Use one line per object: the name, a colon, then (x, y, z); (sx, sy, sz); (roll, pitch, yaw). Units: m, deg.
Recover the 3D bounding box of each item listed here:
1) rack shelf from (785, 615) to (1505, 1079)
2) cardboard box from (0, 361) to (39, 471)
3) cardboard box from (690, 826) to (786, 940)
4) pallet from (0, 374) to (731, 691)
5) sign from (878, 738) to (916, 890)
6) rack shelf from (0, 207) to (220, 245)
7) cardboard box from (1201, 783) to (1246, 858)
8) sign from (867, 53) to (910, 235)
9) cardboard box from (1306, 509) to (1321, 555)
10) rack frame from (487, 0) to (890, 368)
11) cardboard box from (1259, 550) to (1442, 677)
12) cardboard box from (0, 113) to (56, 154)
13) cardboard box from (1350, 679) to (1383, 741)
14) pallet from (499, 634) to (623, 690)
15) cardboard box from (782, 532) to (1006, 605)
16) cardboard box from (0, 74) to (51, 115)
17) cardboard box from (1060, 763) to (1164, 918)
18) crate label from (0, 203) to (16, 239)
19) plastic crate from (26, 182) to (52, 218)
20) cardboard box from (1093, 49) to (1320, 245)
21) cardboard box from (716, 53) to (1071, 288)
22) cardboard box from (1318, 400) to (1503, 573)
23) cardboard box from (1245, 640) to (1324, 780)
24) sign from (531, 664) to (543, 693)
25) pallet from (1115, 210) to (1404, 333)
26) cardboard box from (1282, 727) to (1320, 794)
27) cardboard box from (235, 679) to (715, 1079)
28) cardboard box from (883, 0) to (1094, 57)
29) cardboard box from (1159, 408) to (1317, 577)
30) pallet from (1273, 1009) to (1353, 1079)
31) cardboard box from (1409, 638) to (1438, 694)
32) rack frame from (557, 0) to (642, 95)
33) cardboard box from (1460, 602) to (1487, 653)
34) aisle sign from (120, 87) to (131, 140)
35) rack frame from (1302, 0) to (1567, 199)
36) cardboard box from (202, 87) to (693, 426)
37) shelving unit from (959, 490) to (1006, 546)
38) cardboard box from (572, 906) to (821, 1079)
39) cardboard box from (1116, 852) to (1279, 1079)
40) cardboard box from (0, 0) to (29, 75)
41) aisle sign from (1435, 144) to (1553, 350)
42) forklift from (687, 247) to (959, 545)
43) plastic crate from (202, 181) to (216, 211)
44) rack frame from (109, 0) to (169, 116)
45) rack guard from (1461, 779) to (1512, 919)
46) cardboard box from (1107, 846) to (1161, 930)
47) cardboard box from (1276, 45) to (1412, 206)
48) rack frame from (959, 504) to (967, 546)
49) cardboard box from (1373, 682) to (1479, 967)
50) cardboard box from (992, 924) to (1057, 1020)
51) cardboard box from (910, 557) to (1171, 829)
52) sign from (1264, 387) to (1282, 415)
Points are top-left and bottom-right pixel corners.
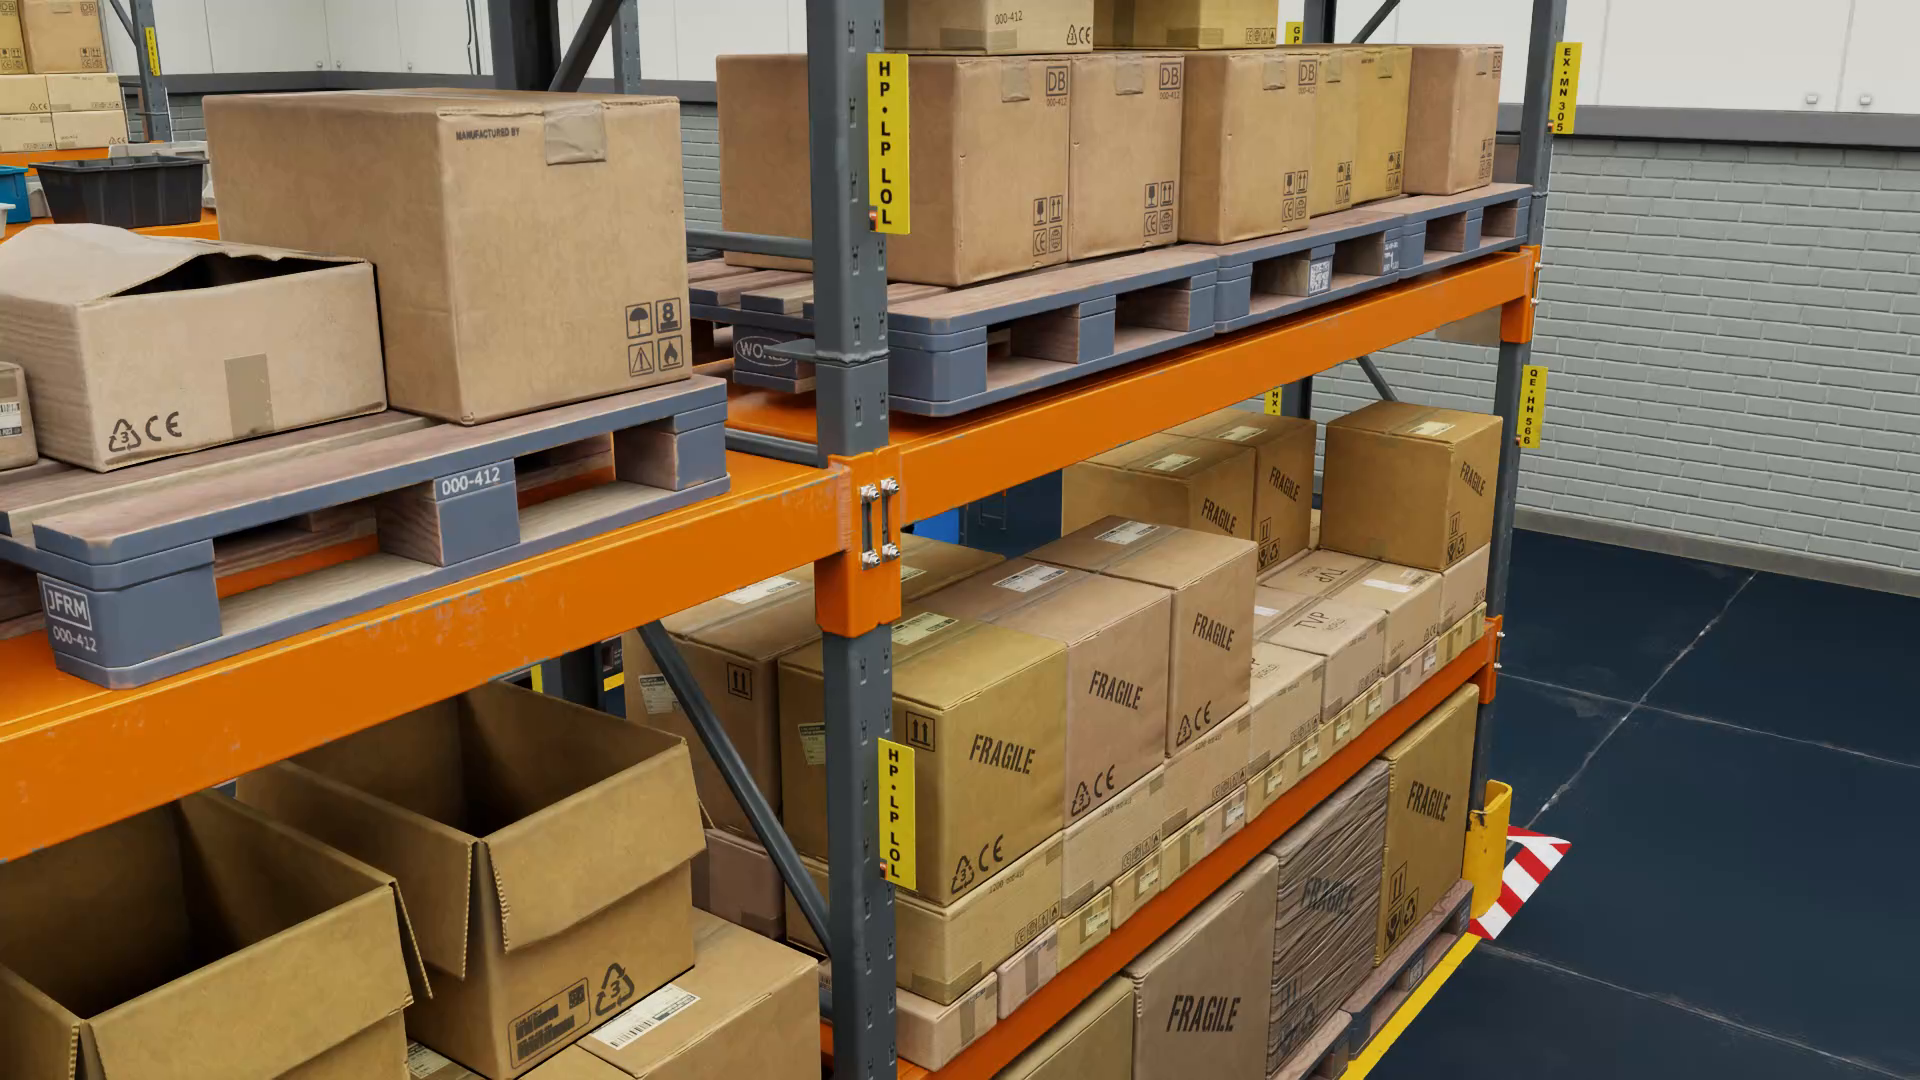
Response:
rack shelf: (0.614, 0.867, 5.607); (1.077, 0.370, 4.000); (12, 21, 35)
cardboard box: (-1.585, -0.185, 2.440); (0.380, 0.149, 0.250); (11, 21, 32)
cardboard box: (-0.525, 0.778, 4.433); (0.500, 0.250, 0.500); (12, 21, 34)
pallet: (-1.084, -0.114, 2.819); (0.805, 0.209, 1.217); (11, 21, 33)
sign: (-0.136, 0.578, 3.505); (0.100, 0.325, 0.005); (12, 21, 35)
rack shelf: (-3.363, -1.441, 7.981); (1.077, 0.370, 4.000); (12, 21, 35)
cardboard box: (0.638, 0.799, 5.036); (0.380, 0.149, 0.250); (13, 21, 35)
sign: (-0.136, -0.736, 3.097); (0.100, 0.325, 0.005); (12, 21, 35)
cardboard box: (1.303, 0.043, 6.798); (0.500, 0.250, 0.500); (12, 21, 33)
rack frame: (-0.577, -1.865, 3.077); (1.000, 3.000, 0.127); (12, 21, 35)
cardboard box: (1.428, 0.260, 6.101); (0.500, 0.250, 0.500); (12, 21, 34)
cardboard box: (-6.549, -2.779, 11.331); (0.500, 0.250, 0.500); (12, 21, 35)
cardboard box: (1.251, 0.553, 5.827); (0.380, 0.149, 0.250); (12, 21, 33)
pallet: (-2.694, 0.693, 9.656); (1.003, 0.211, 1.213); (12, 21, 35)
cardboard box: (-0.216, 0.296, 4.720); (0.500, 0.500, 0.500); (13, 21, 35)
cardboard box: (-6.547, -3.017, 11.255); (0.500, 0.250, 0.500); (12, 21, 35)
cardboard box: (0.213, 0.746, 4.535); (0.500, 0.250, 0.500); (12, 21, 34)
crate label: (-4.031, -1.248, 6.590); (0.293, 0.136, 0.466); (12, 21, 35)
plastic crate: (-4.103, -1.552, 7.571); (0.293, 0.136, 0.466); (12, 21, 35)
cardboard box: (0.590, -1.153, 4.794); (0.700, 0.500, 0.500); (14, 22, 37)
cardboard box: (-0.159, -0.926, 4.064); (0.700, 0.500, 0.500); (11, 20, 31)
cardboard box: (1.727, -0.219, 6.378); (0.500, 0.500, 0.500); (13, 21, 35)
cardboard box: (0.818, 0.506, 5.309); (0.500, 0.250, 0.500); (12, 21, 35)
sign: (-1.024, 0.451, 4.141); (0.100, 0.325, 0.005); (12, 21, 35)
pallet: (0.646, -0.873, 5.088); (1.003, 0.211, 1.213); (12, 21, 35)
cardboard box: (0.947, 0.674, 5.439); (0.380, 0.149, 0.250); (13, 21, 36)
cardboard box: (-0.951, 0.626, 3.309); (0.797, 0.503, 0.637); (12, 21, 33)
cardboard box: (-0.012, -1.310, 4.036); (0.500, 0.250, 0.500); (11, 20, 31)
cardboard box: (1.005, -0.196, 6.304); (0.500, 0.500, 0.500); (12, 21, 33)
pallet: (0.665, 1.872, 5.859); (1.003, 0.211, 1.213); (12, 21, 35)
cardboard box: (1.554, 0.432, 6.218); (0.380, 0.149, 0.250); (12, 21, 35)
rack frame: (-2.172, -3.693, 8.963); (1.000, 3.000, 0.127); (12, 21, 35)
cardboard box: (1.858, 0.310, 6.611); (0.380, 0.149, 0.250); (13, 21, 36)
aisle sign: (-6.343, -3.014, 12.508); (0.394, 0.787, 0.004); (12, 21, 35)
rack frame: (1.806, -2.818, 6.145); (1.000, 3.000, 0.127); (12, 21, 35)
cardboard box: (-0.915, -0.541, 2.994); (0.700, 0.500, 0.500); (13, 22, 36)
shelving unit: (0.099, -0.612, 12.193); (0.258, 1.200, 0.503); (12, 21, 35)
cardboard box: (-0.637, 1.112, 3.438); (0.500, 0.500, 0.500); (12, 21, 35)
cardboard box: (0.416, 1.456, 5.370); (0.875, 0.875, 0.875); (12, 21, 35)
cardboard box: (-6.806, -3.433, 11.328); (0.700, 0.500, 0.500); (12, 21, 35)
aisle sign: (2.090, -1.159, 6.534); (0.394, 0.787, 0.004); (12, 21, 35)
forklift: (-0.913, -0.579, 9.166); (1.130, 2.935, 3.031); (5, 18, 16)
plastic crate: (-3.204, -1.599, 7.721); (0.437, 0.136, 0.530); (12, 21, 35)
rack frame: (-6.148, -4.569, 11.785); (1.000, 3.000, 0.127); (12, 21, 35)
rack guard: (1.820, 1.235, 7.424); (1.175, 0.500, 0.348); (12, 21, 35)
cardboard box: (0.334, 0.920, 4.648); (0.380, 0.149, 0.250); (12, 21, 33)
cardboard box: (1.107, -1.436, 5.706); (0.700, 0.500, 0.500); (12, 21, 33)
rack frame: (-0.047, -0.554, 12.006); (0.240, 1.200, 0.015); (12, 21, 35)
cardboard box: (1.489, 1.028, 6.751); (0.875, 0.875, 0.875); (12, 21, 35)
cardboard box: (0.023, 1.045, 4.243); (0.380, 0.149, 0.250); (12, 21, 33)
cardboard box: (0.213, 0.386, 4.429); (0.500, 0.500, 0.500); (12, 21, 35)
sign: (1.364, -0.504, 7.215); (0.100, 0.325, 0.005); (12, 21, 35)
